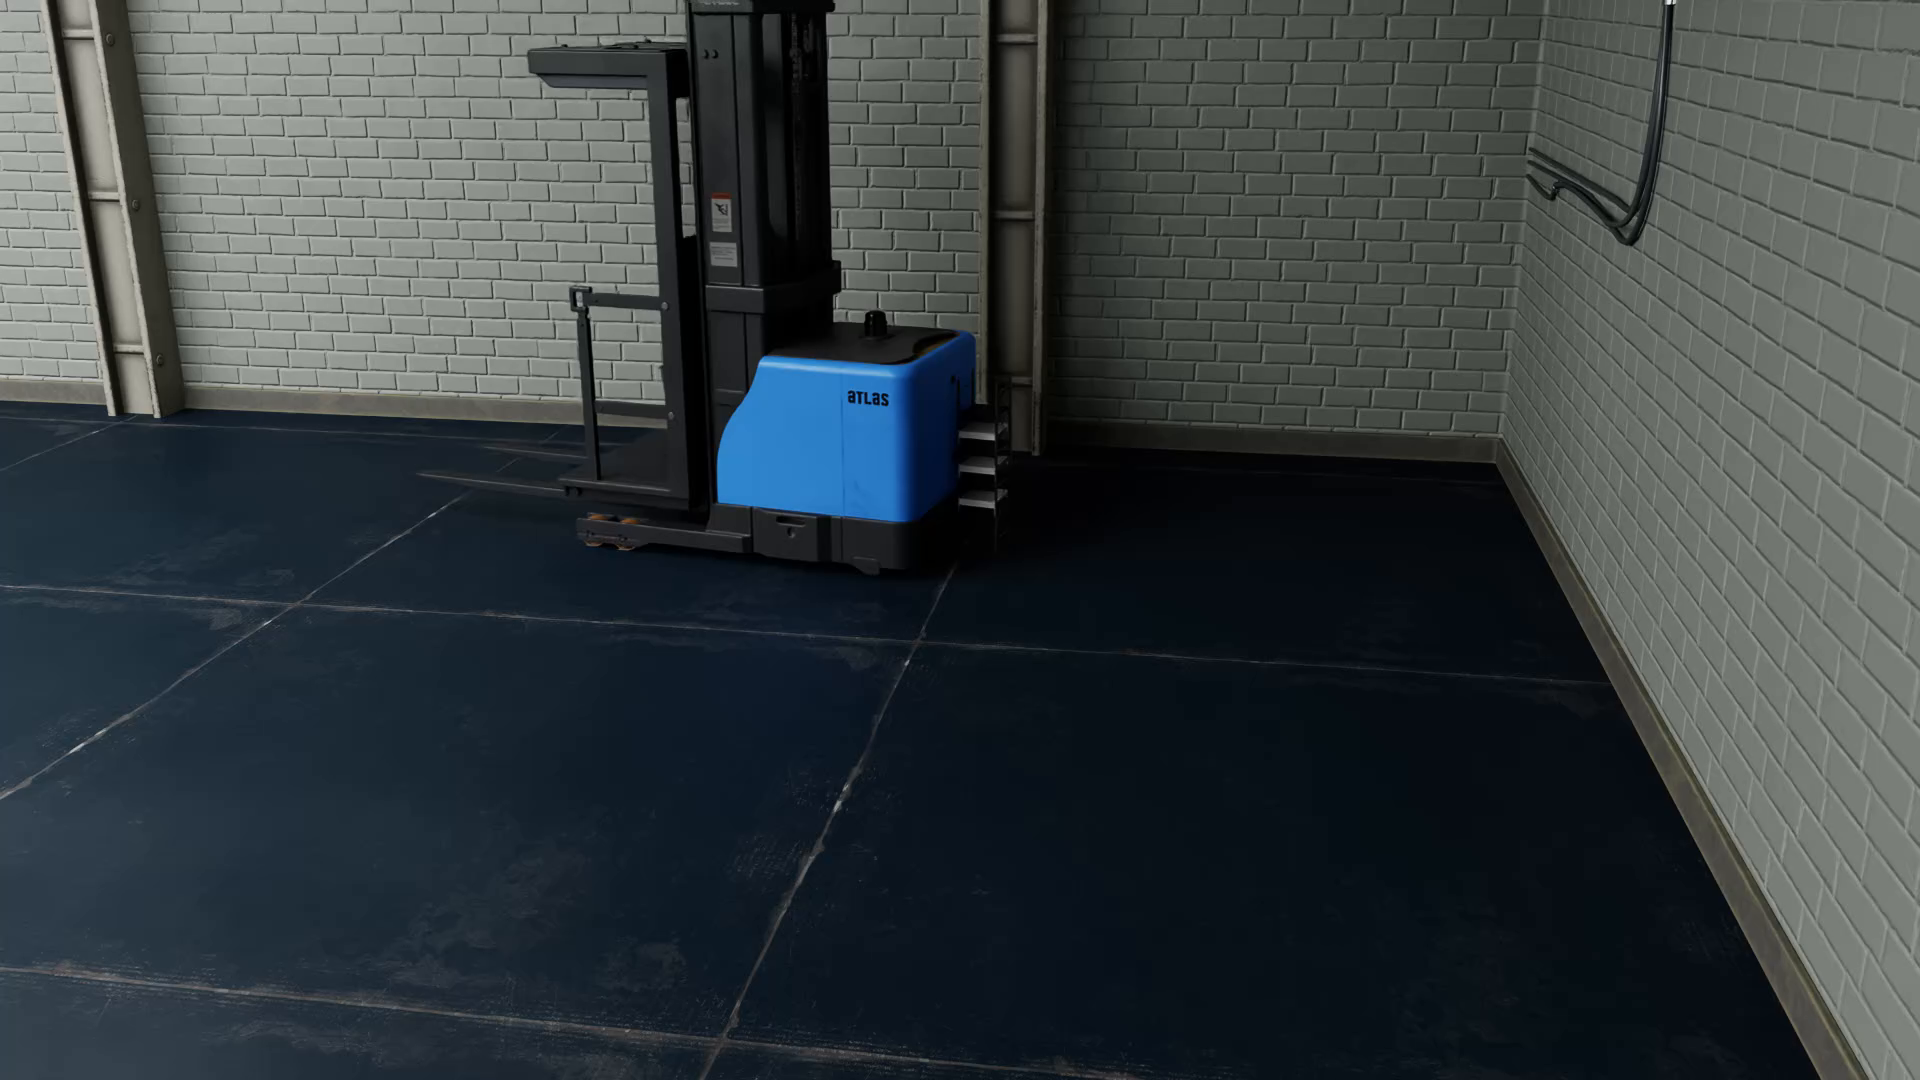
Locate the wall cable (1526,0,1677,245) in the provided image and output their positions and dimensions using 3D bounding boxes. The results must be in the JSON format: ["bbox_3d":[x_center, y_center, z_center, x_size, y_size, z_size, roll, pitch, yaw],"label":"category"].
[{"bbox_3d":[3.034,-2.816,7.932,0.112,2.526,3.097,3,19,9],"label":"wall cable"}]

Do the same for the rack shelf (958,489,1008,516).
[{"bbox_3d":[0.126,-0.207,8.676,0.200,0.077,0.258,6,20,18],"label":"rack shelf"}]

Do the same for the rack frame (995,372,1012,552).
[{"bbox_3d":[0.222,-0.399,8.576,0.006,0.900,0.240,6,20,18],"label":"rack frame"}]

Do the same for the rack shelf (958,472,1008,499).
[{"bbox_3d":[0.126,-0.292,8.647,0.200,0.077,0.258,6,20,18],"label":"rack shelf"}]

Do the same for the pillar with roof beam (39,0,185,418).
[{"bbox_3d":[-6.272,-3.805,5.992,0.400,9.000,9.100,3,19,9],"label":"pillar with roof beam"}]

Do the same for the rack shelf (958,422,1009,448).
[{"bbox_3d":[0.126,-0.548,8.562,0.200,0.077,0.258,6,20,18],"label":"rack shelf"}]

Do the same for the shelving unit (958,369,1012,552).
[{"bbox_3d":[0.126,-0.409,8.608,0.210,0.900,0.258,6,20,18],"label":"shelving unit"}]

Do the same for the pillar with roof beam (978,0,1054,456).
[{"bbox_3d":[-0.348,-3.503,5.090,0.400,9.000,9.100,3,19,9],"label":"pillar with roof beam"}]

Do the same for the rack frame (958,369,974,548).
[{"bbox_3d":[0.030,-0.420,8.641,0.006,0.900,0.240,6,20,18],"label":"rack frame"}]

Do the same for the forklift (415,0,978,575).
[{"bbox_3d":[-1.476,-1.483,8.615,3.031,2.935,1.130,6,20,18],"label":"forklift"}]

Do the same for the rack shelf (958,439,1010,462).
[{"bbox_3d":[0.126,-0.463,8.590,0.200,0.077,0.258,6,20,18],"label":"rack shelf"}]

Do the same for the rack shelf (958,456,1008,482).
[{"bbox_3d":[0.126,-0.378,8.619,0.200,0.077,0.258,6,20,18],"label":"rack shelf"}]

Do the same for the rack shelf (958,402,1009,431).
[{"bbox_3d":[0.126,-0.634,8.533,0.200,0.077,0.258,6,20,18],"label":"rack shelf"}]
